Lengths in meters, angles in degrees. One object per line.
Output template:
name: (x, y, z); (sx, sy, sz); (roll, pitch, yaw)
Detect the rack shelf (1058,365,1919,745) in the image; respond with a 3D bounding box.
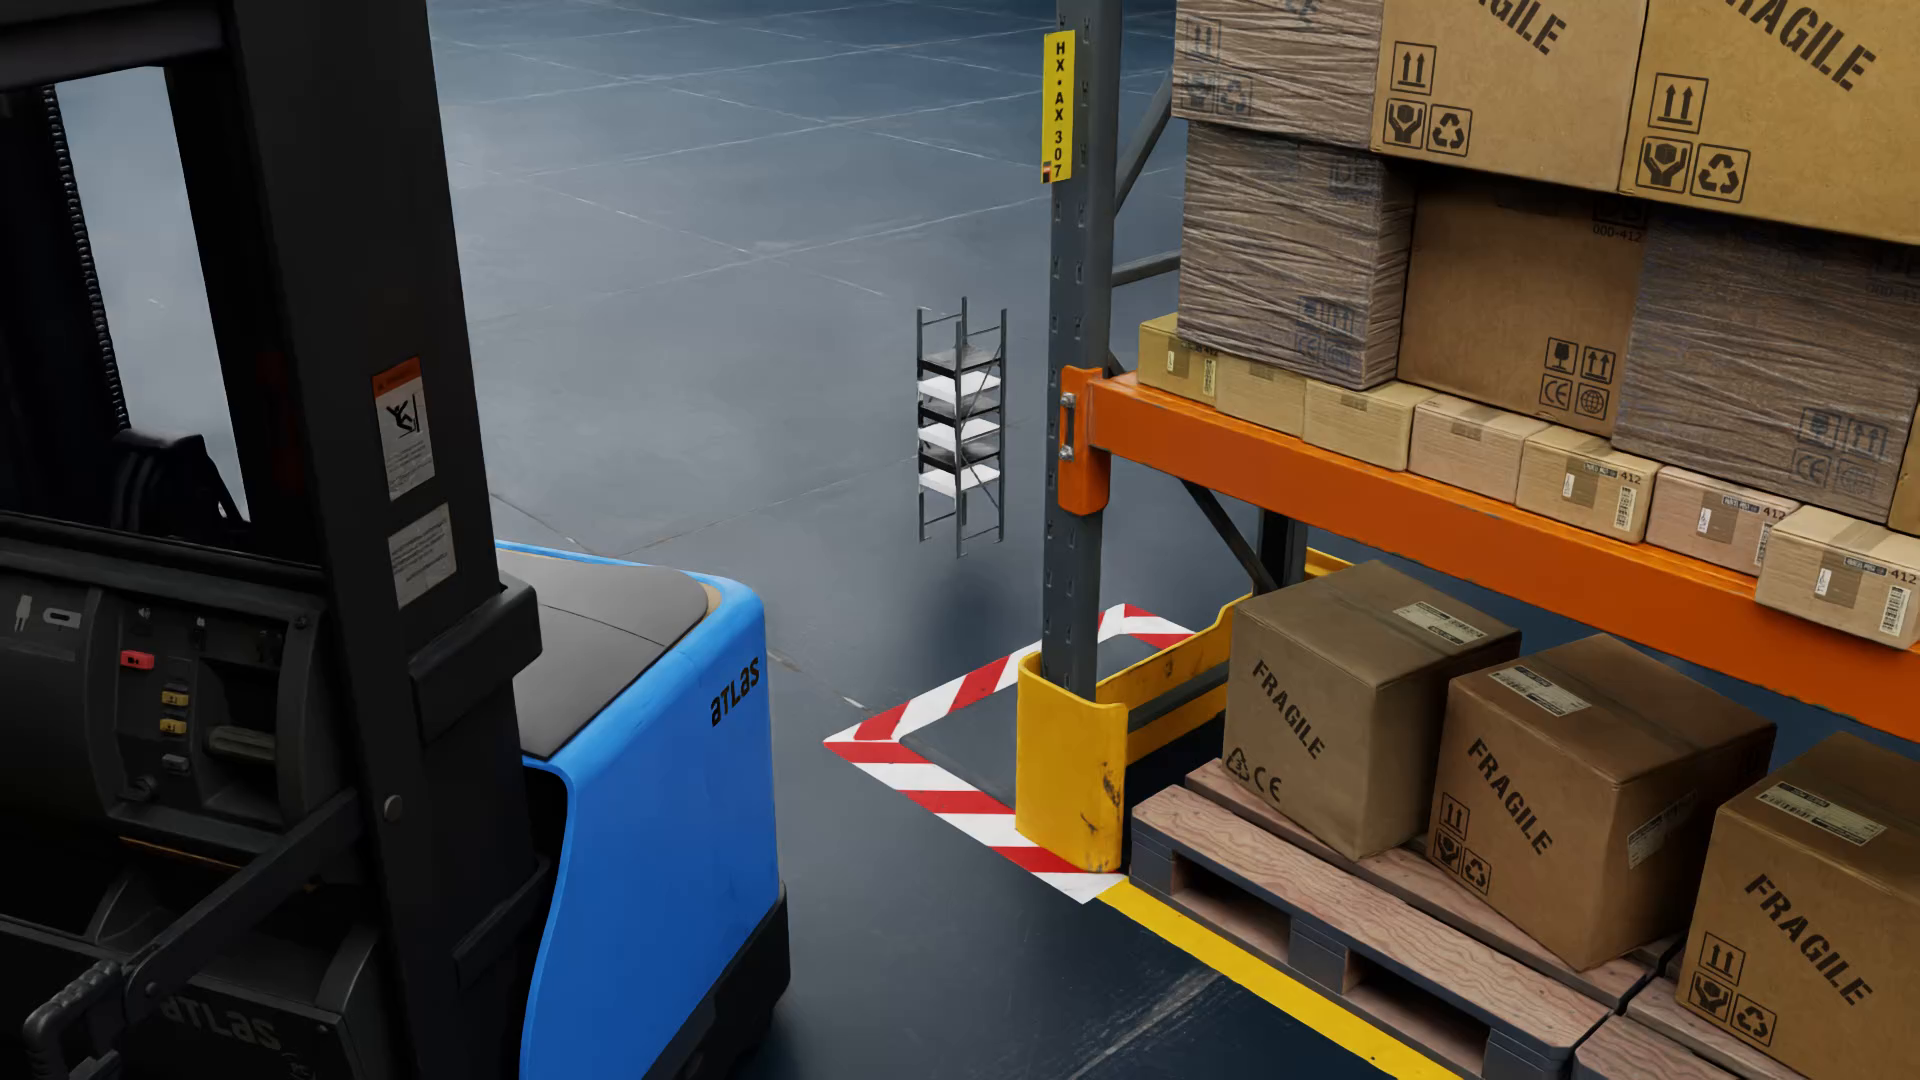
rack shelf: (1.984, 0.210, 3.042); (1.077, 0.370, 4.000); (-21, 32, -38)

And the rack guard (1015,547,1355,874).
rack guard: (0.669, 0.437, 4.689); (1.175, 0.500, 0.348); (-21, 32, -38)

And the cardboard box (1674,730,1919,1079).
cardboard box: (1.879, 0.784, 3.424); (0.500, 0.500, 0.500); (-18, 30, -34)

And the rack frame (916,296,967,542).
rack frame: (-0.064, -0.438, 6.125); (0.240, 0.900, 0.006); (-21, 32, -38)

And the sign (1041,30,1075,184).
sign: (0.221, -0.963, 3.704); (0.100, 0.325, 0.005); (-21, 32, -38)

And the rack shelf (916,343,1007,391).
rack shelf: (0.006, -0.622, 5.960); (0.258, 0.077, 0.200); (-21, 32, -38)

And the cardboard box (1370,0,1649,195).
cardboard box: (1.130, -0.961, 3.060); (0.500, 0.500, 0.500); (-21, 32, -38)

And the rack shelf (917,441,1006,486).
rack shelf: (0.006, -0.295, 6.109); (0.258, 0.077, 0.200); (-21, 32, -38)

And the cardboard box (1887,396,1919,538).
cardboard box: (2.045, -0.293, 2.800); (0.875, 0.500, 0.500); (-21, 32, -38)

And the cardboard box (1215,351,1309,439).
cardboard box: (0.794, -0.374, 3.758); (0.380, 0.149, 0.250); (-21, 32, -38)

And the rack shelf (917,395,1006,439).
rack shelf: (0.006, -0.459, 6.034); (0.258, 0.077, 0.200); (-21, 32, -38)

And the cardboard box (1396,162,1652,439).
cardboard box: (1.402, -0.612, 3.499); (0.875, 0.500, 0.500); (-21, 32, -38)

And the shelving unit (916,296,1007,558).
shelving unit: (0.006, -0.407, 6.058); (0.258, 0.900, 0.210); (-21, 32, -38)

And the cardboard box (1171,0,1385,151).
cardboard box: (0.794, -1.115, 3.396); (0.500, 0.500, 0.500); (-21, 32, -38)

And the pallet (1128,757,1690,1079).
pallet: (1.198, 0.825, 4.188); (1.003, 0.211, 1.213); (-21, 32, -38)

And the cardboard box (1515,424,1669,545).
cardboard box: (1.306, -0.146, 3.259); (0.380, 0.149, 0.250); (-21, 32, -38)

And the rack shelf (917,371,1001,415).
rack shelf: (0.006, -0.540, 5.997); (0.258, 0.077, 0.200); (-21, 32, -38)

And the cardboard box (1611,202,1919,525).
cardboard box: (1.712, -0.448, 3.140); (0.875, 0.500, 0.500); (-21, 32, -38)

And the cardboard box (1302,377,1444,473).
cardboard box: (0.954, -0.294, 3.582); (0.380, 0.149, 0.250); (-21, 32, -38)

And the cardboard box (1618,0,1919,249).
cardboard box: (1.473, -0.810, 2.729); (0.500, 0.500, 0.500); (-21, 32, -38)

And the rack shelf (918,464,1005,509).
rack shelf: (0.006, -0.213, 6.146); (0.258, 0.077, 0.200); (-21, 32, -38)

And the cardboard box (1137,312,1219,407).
cardboard box: (0.638, -0.455, 3.936); (0.380, 0.149, 0.250); (-21, 32, -38)

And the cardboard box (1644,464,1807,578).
cardboard box: (1.497, -0.078, 3.110); (0.380, 0.149, 0.250); (-21, 32, -38)

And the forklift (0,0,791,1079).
forklift: (-1.373, 0.237, 2.200); (1.130, 2.935, 3.031); (9, 26, 18)

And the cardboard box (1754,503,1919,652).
cardboard box: (1.592, 0.027, 2.879); (0.380, 0.149, 0.250); (-21, 32, -38)

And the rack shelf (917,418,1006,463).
rack shelf: (0.006, -0.377, 6.072); (0.258, 0.077, 0.200); (-21, 32, -38)

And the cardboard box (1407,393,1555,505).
cardboard box: (1.140, -0.224, 3.429); (0.380, 0.149, 0.250); (-21, 32, -38)

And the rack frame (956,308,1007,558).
rack frame: (0.075, -0.376, 5.990); (0.240, 0.900, 0.006); (-21, 32, -38)

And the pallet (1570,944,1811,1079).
pallet: (2.028, 1.194, 3.378); (1.003, 0.211, 1.213); (-21, 32, -38)

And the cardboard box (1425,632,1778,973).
cardboard box: (1.465, 0.588, 3.852); (0.500, 0.500, 0.500); (-12, 27, -25)

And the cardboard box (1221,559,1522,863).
cardboard box: (1.031, 0.417, 4.227); (0.500, 0.500, 0.500); (-15, 28, -29)

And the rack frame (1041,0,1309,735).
rack frame: (0.617, -0.723, 4.221); (1.000, 3.000, 0.127); (-21, 32, -38)

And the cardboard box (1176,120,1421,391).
cardboard box: (0.973, -0.729, 3.756); (0.875, 0.500, 0.500); (-21, 32, -38)
